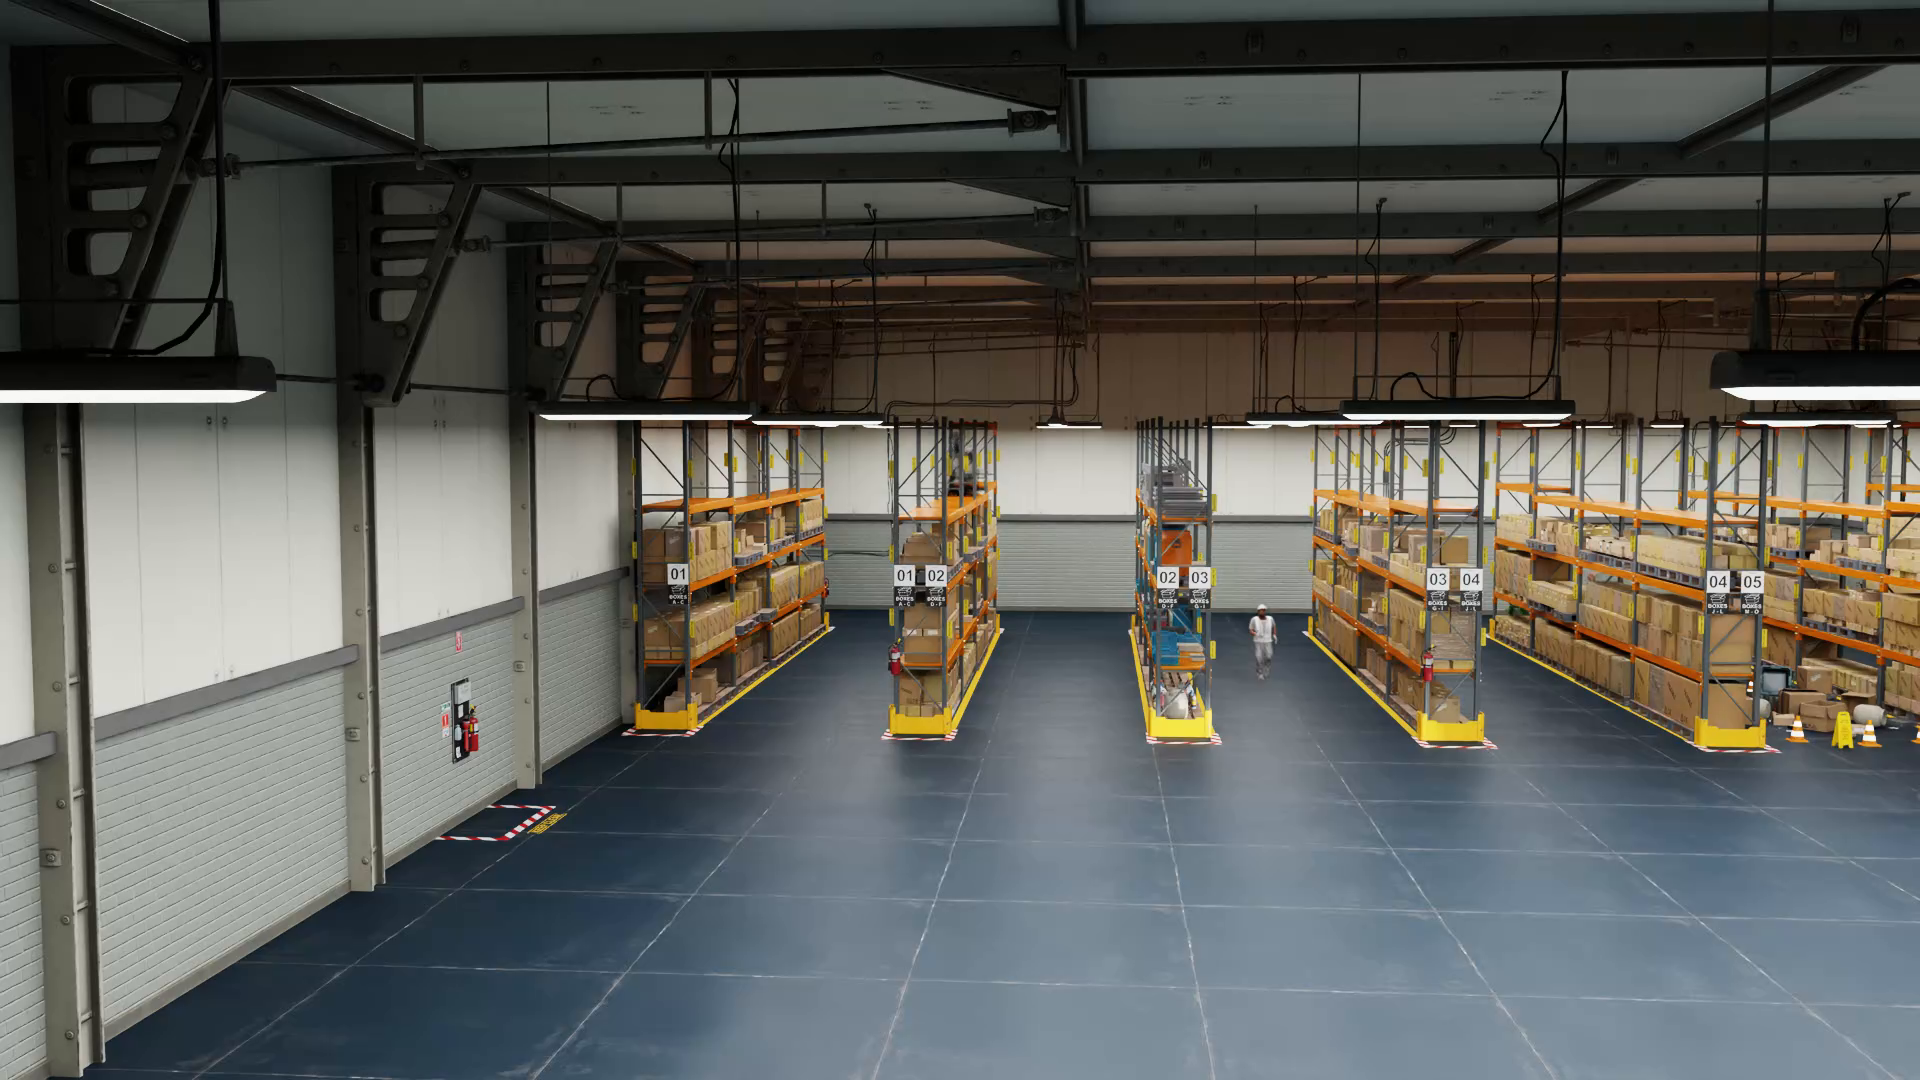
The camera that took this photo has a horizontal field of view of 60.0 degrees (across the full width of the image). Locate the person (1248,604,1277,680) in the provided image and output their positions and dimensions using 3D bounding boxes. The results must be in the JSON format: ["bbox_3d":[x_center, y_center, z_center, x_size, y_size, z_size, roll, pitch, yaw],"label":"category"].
[{"bbox_3d":[6.966,2.354,38.177,0.673,1.739,0.602,0,4,1],"label":"person"}]

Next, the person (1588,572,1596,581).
[{"bbox_3d":[18.012,1.759,47.415,0.938,1.703,0.623,0,4,8],"label":"person"}]

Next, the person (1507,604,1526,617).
[{"bbox_3d":[15.842,1.750,47.096,0.876,1.844,0.643,0,4,-2],"label":"person"}]
